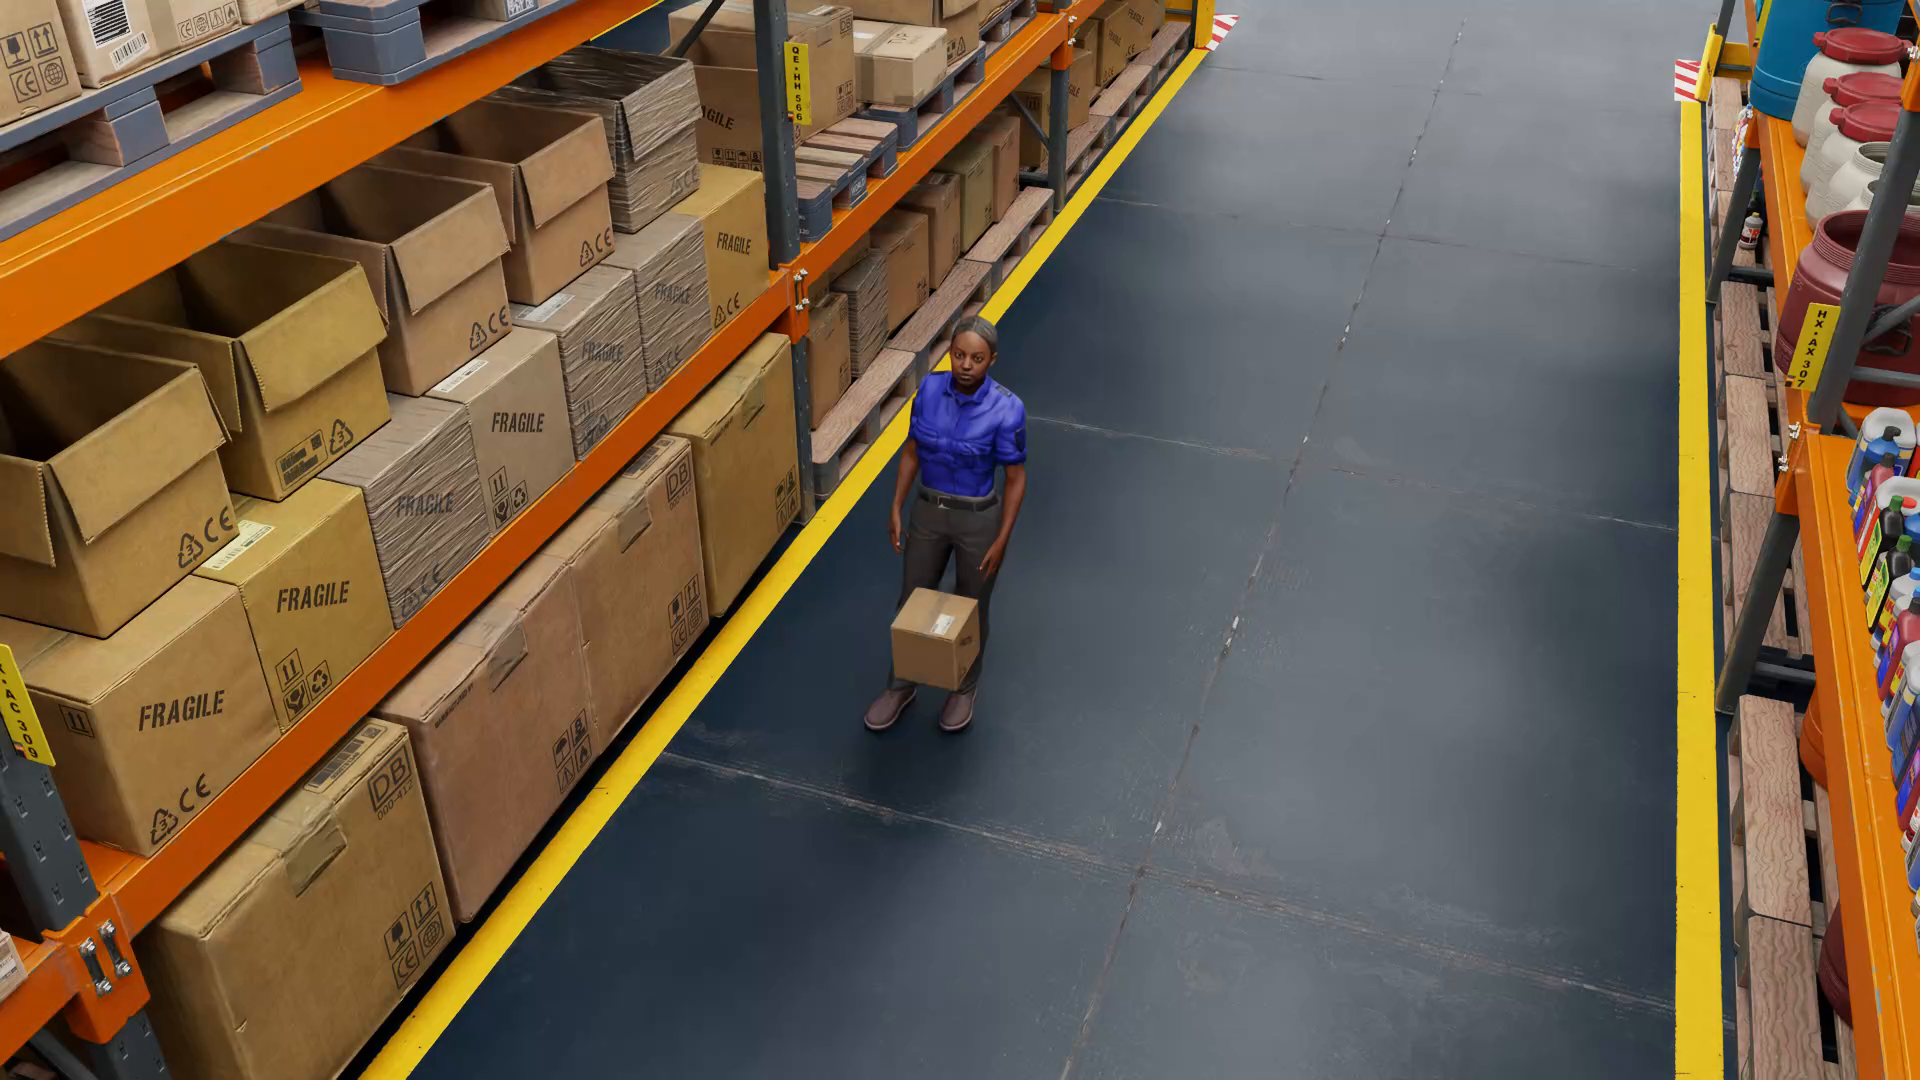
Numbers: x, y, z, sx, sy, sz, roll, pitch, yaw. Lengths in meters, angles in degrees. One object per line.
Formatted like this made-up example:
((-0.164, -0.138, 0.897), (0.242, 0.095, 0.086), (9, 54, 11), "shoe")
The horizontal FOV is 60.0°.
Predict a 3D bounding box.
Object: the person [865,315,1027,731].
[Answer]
((-0.050, -0.021, 6.164), (0.547, 1.654, 0.502), (13, 36, 19), "person")
